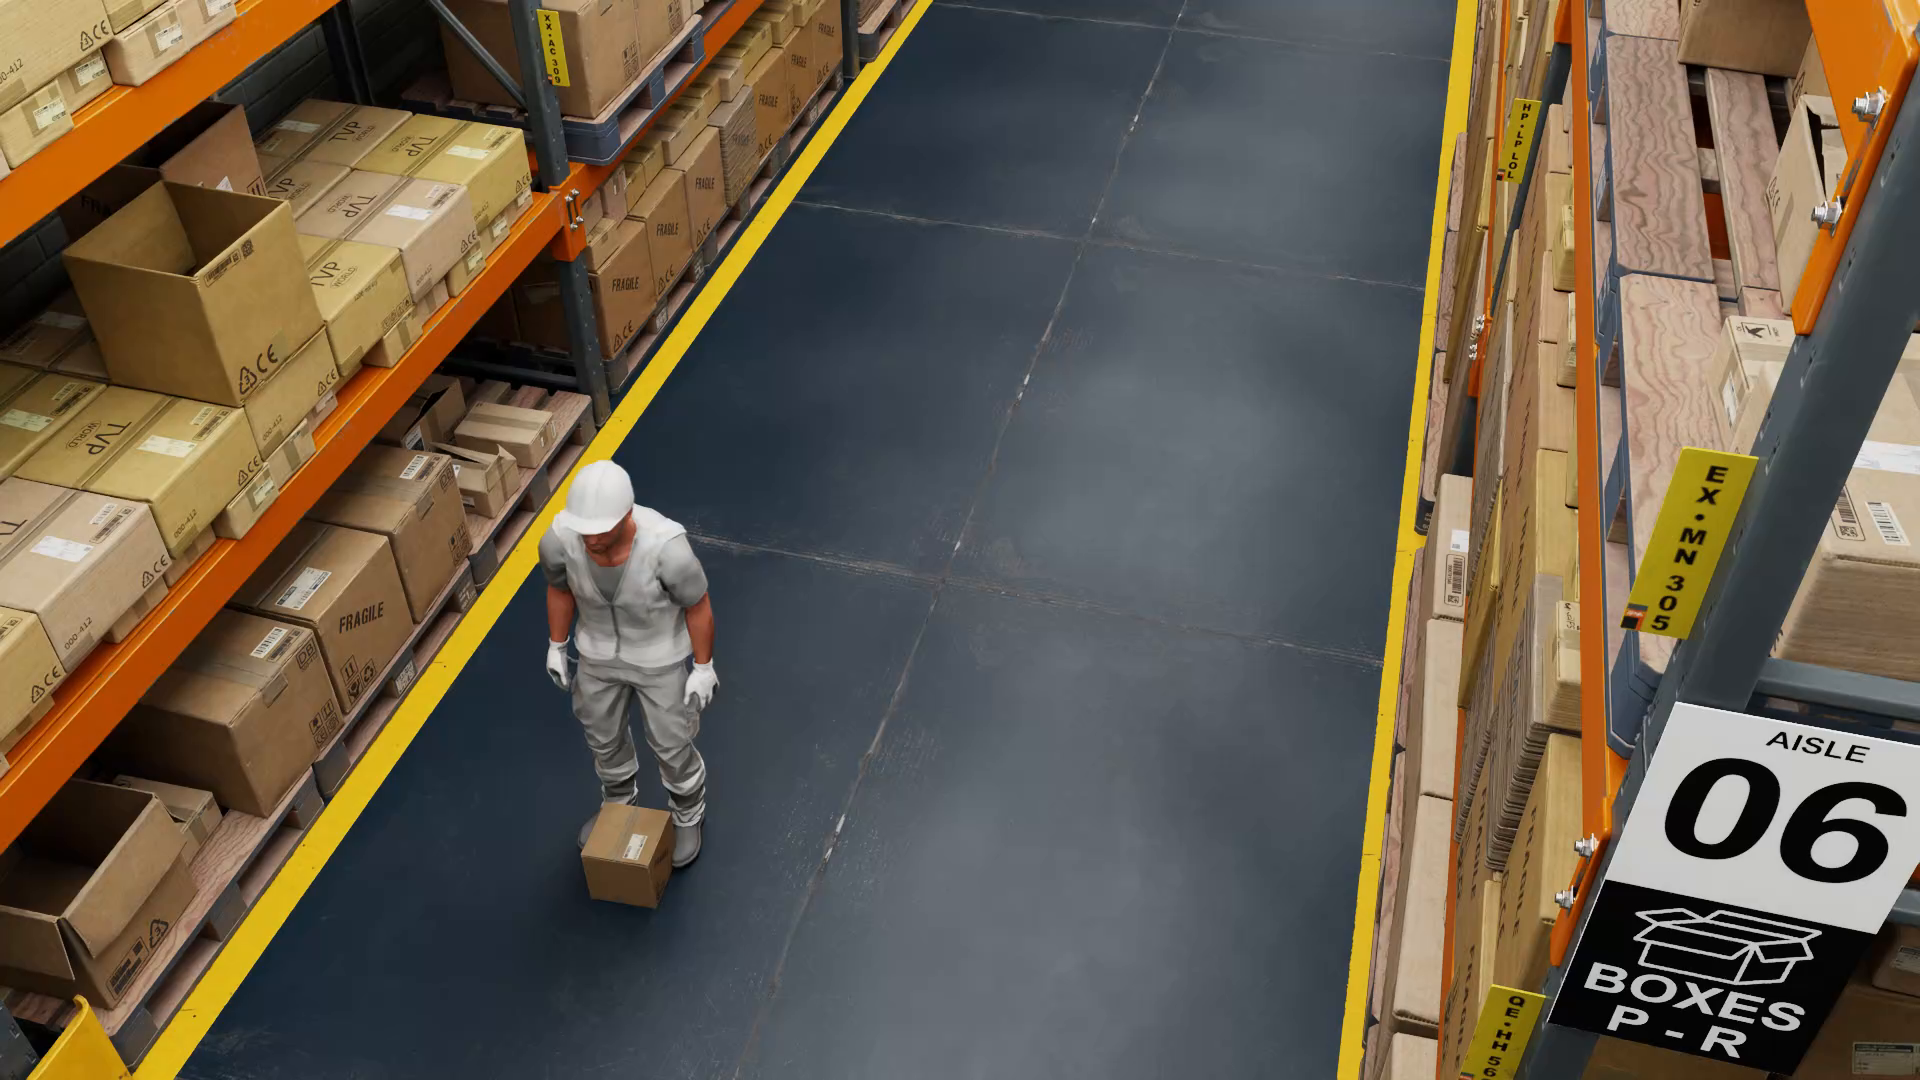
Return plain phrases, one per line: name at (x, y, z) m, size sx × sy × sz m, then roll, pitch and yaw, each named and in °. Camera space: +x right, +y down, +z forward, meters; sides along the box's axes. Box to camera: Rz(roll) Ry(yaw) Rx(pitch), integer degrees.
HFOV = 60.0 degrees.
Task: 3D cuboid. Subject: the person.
person at (-1.121, 0.416, 5.662) m, size 0.610 × 1.777 × 0.451 m, roll 8°, pitch 41°, yaw 9°
